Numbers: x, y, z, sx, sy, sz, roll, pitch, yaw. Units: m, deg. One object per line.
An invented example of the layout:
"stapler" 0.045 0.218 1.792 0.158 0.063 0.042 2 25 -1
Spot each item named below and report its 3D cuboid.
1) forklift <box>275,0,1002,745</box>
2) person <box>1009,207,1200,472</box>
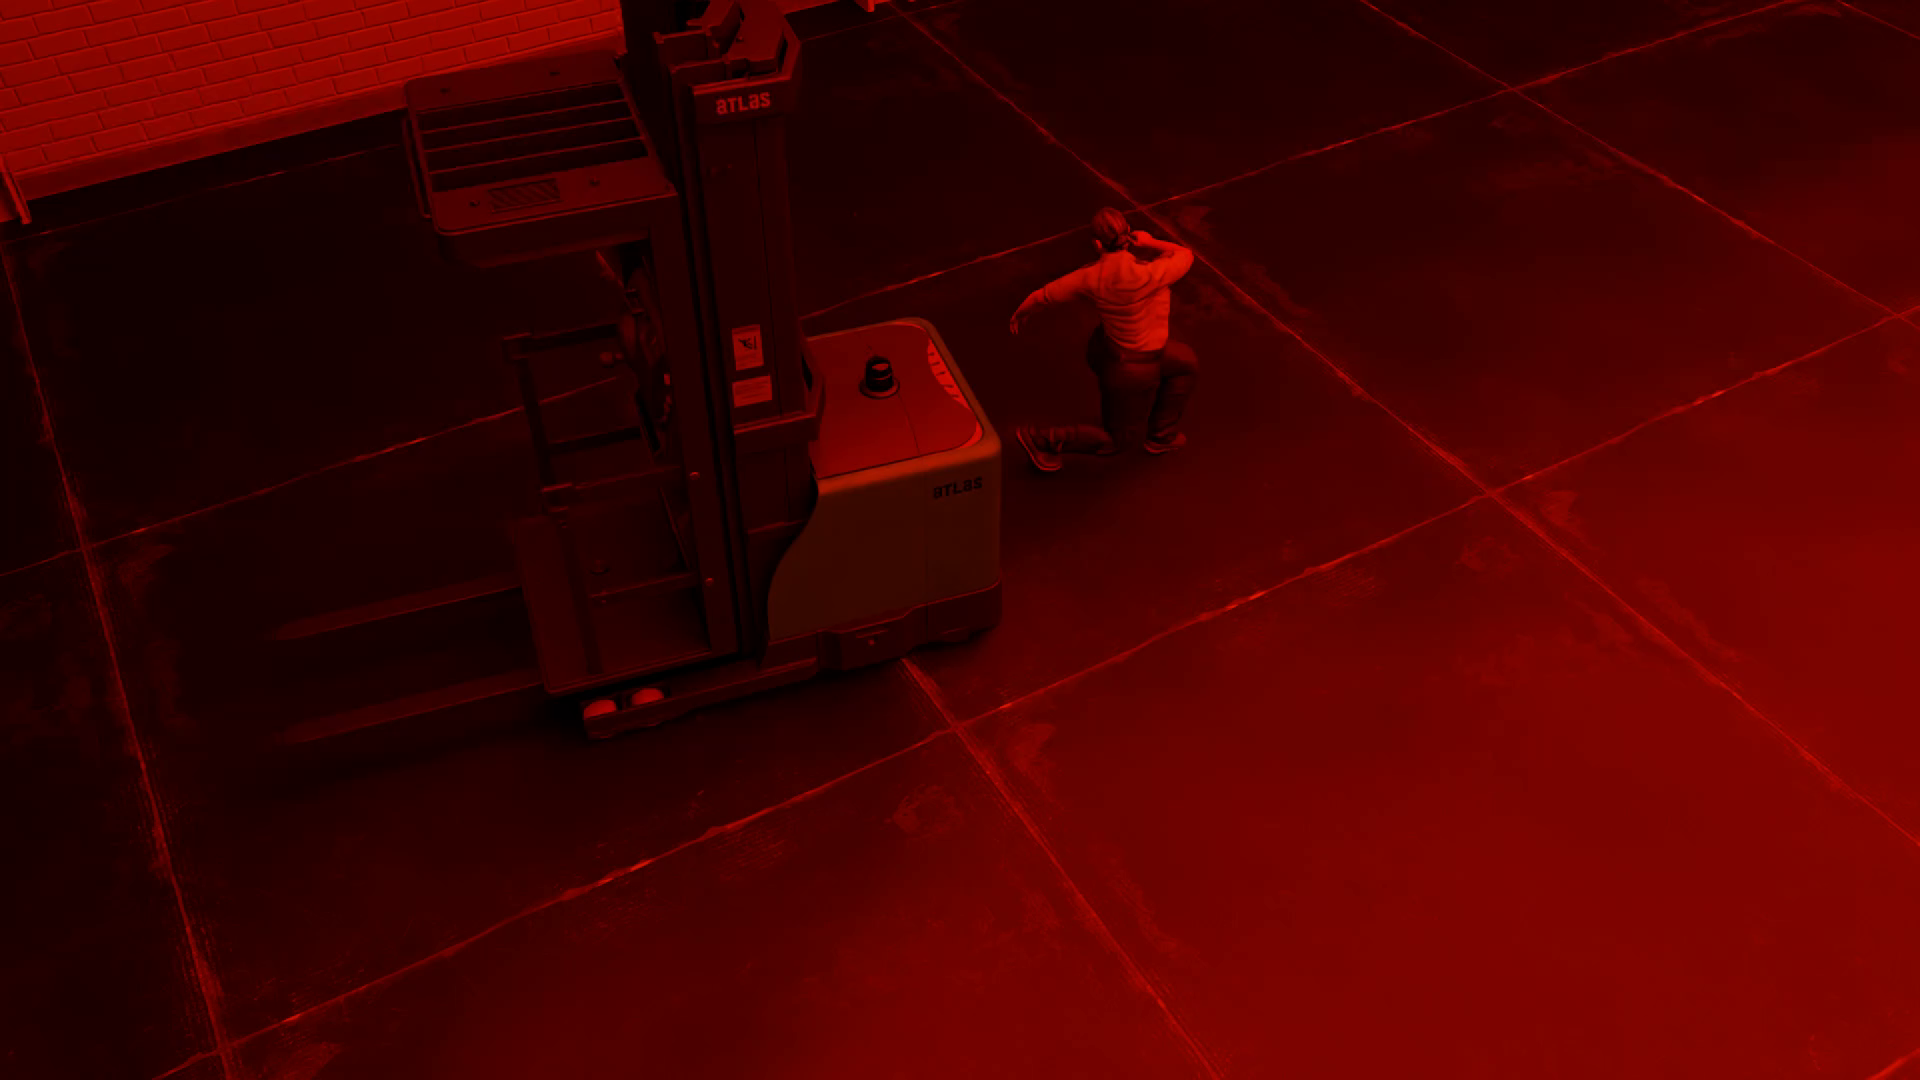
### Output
"forklift" -1.389 -0.652 6.401 3.031 2.935 1.130 -13 45 -14
"person" 0.691 -0.963 7.918 0.932 1.420 0.709 -16 45 -17
